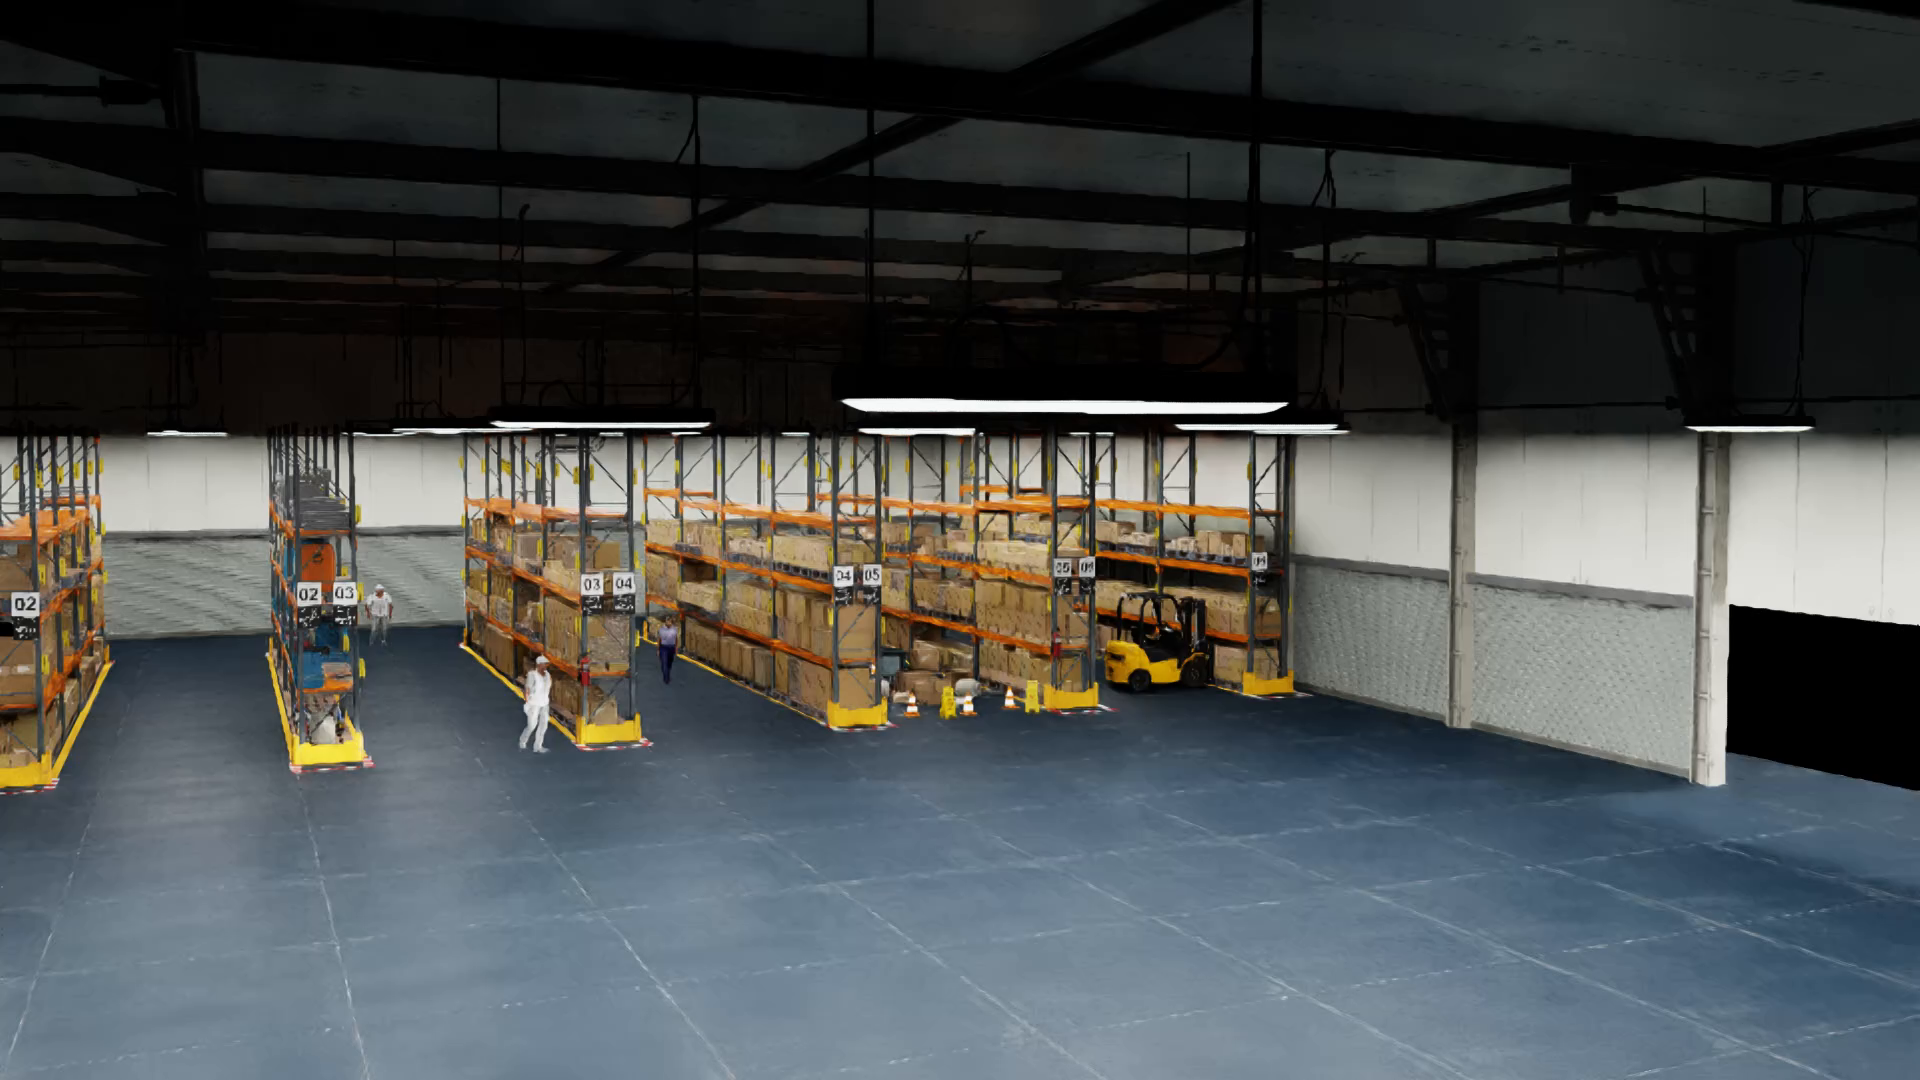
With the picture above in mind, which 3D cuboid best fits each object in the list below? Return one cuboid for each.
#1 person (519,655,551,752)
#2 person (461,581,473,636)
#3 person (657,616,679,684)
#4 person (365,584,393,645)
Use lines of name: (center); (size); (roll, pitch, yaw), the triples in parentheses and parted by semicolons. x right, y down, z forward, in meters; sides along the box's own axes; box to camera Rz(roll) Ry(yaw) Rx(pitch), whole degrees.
person: (-7.768, 2.983, 30.390); (0.574, 1.771, 0.598); (2, 4, 31)
person: (-14.209, 1.945, 48.341); (0.507, 1.658, 0.596); (2, 4, 33)
person: (-6.832, 2.544, 38.988); (0.478, 1.567, 1.093); (-2, 4, -26)
person: (-16.071, 2.065, 46.010); (0.719, 1.714, 0.578); (-2, 4, -26)
